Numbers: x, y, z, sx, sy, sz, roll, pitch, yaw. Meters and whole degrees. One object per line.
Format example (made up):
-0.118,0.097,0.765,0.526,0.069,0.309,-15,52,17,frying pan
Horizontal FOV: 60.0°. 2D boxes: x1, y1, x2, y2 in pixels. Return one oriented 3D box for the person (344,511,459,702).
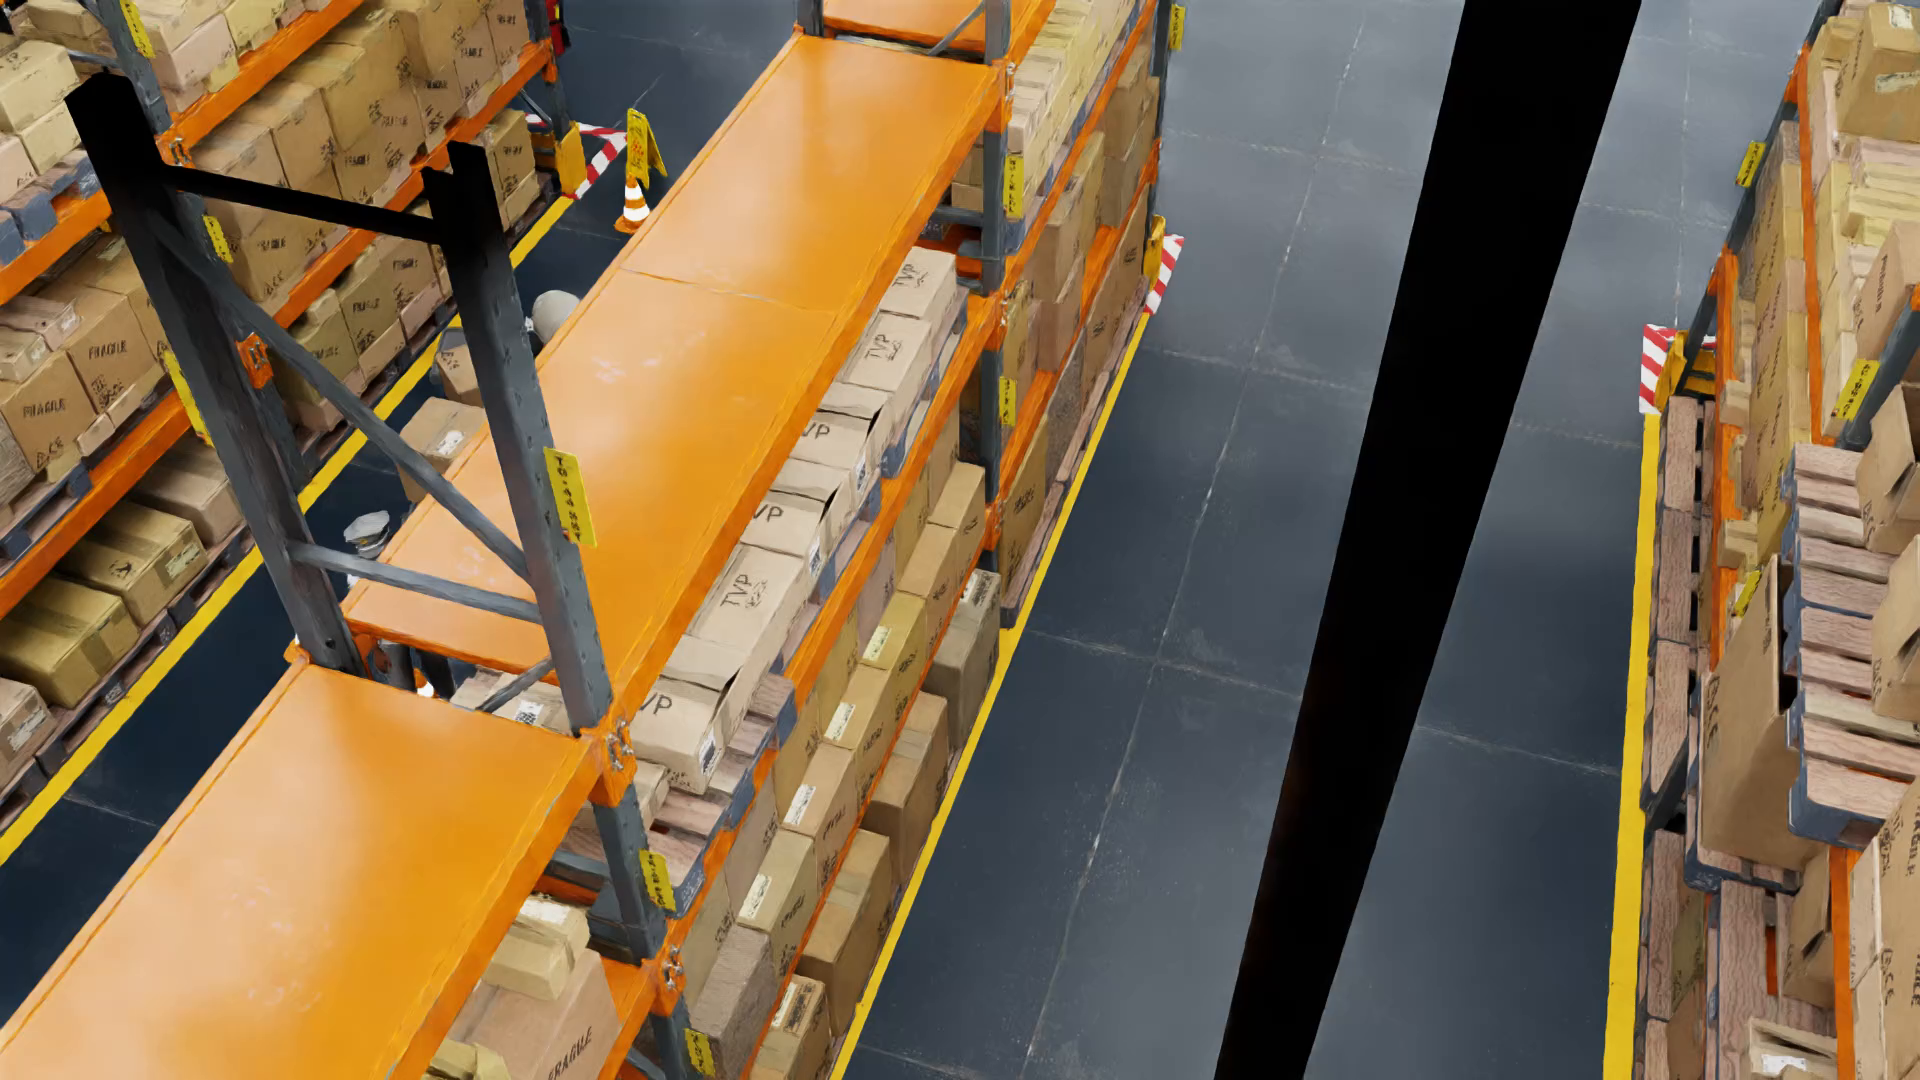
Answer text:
-2.996,0.492,9.083,0.497,1.675,0.469,-34,55,-29,person
